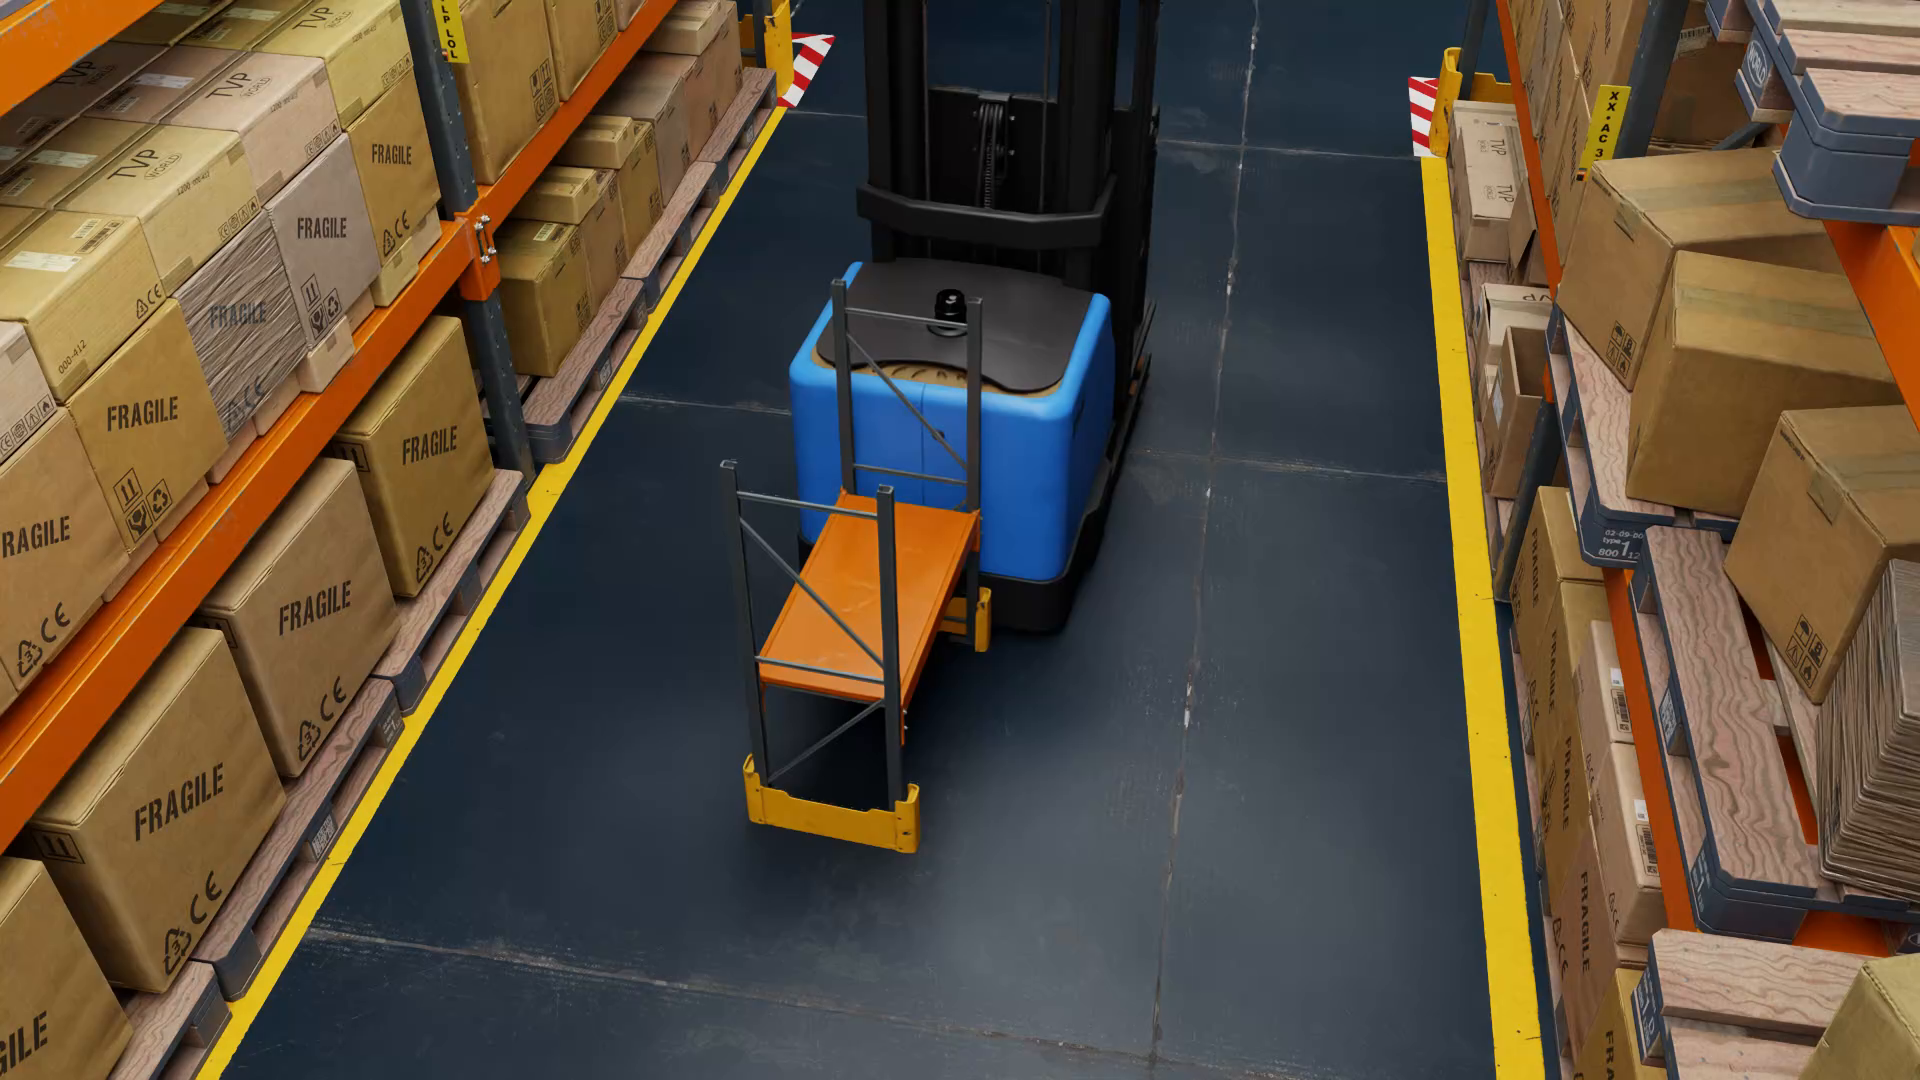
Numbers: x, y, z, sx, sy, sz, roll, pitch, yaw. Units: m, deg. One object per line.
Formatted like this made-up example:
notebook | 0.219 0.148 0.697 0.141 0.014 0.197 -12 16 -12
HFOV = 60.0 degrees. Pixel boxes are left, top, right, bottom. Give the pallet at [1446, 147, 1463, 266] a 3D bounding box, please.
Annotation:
pallet | 3.119 -1.783 8.741 1.003 0.211 1.213 6 40 8

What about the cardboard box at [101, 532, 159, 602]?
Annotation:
cardboard box | -2.455 0.015 4.559 0.380 0.149 0.250 7 40 8

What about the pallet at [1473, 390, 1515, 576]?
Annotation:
pallet | 2.696 -0.251 6.889 1.003 0.211 1.213 6 40 8

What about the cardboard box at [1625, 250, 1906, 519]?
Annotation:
cardboard box | 2.218 -0.384 4.453 0.700 0.500 0.500 12 41 15

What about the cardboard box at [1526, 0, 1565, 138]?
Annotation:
cardboard box | 2.585 -1.922 6.642 0.500 0.500 0.500 7 40 9

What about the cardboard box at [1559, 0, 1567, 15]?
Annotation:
cardboard box | 2.582 -2.303 6.318 0.500 0.500 0.500 7 40 8

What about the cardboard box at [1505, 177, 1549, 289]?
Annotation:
cardboard box | 2.897 -1.282 7.561 0.797 0.503 0.637 6 40 8

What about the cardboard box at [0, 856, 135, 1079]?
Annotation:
cardboard box | -2.739 1.291 4.192 0.750 0.750 0.750 6 40 7

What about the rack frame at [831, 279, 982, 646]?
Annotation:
rack frame | -0.174 -0.226 5.846 0.500 1.500 0.032 9 40 11

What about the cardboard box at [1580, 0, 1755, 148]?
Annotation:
cardboard box | 2.409 -1.665 5.547 0.500 0.500 0.500 7 40 8

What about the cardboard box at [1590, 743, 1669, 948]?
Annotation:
cardboard box | 1.993 0.829 4.422 0.500 0.250 0.500 6 40 7

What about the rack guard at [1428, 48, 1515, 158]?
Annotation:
rack guard | 3.256 -2.395 9.254 1.175 0.500 0.348 6 40 8

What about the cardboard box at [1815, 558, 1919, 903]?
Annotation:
cardboard box | 2.229 0.454 3.439 0.700 0.500 0.500 14 42 16

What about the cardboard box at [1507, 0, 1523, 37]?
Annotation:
cardboard box | 2.758 -2.556 7.409 0.500 0.500 0.500 6 40 8

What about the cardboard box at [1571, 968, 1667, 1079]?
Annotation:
cardboard box | 1.905 1.471 4.233 0.500 0.500 0.500 5 40 6

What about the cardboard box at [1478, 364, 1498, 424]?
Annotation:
cardboard box | 2.401 -0.597 7.010 0.380 0.149 0.250 6 40 8

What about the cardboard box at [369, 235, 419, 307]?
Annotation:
cardboard box | -2.103 -0.946 5.721 0.380 0.149 0.250 7 40 8

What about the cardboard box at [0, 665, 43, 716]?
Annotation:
cardboard box | -2.570 0.329 4.179 0.380 0.149 0.250 7 40 9

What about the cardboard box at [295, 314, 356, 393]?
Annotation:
cardboard box | -2.180 -0.616 5.322 0.380 0.149 0.250 6 40 8

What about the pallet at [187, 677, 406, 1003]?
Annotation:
pallet | -2.571 0.896 5.501 1.003 0.211 1.213 6 40 8

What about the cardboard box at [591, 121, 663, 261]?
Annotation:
cardboard box | -1.891 -1.732 8.123 0.700 0.500 0.500 7 40 9

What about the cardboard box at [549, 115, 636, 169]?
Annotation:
cardboard box | -1.744 -1.868 7.778 0.380 0.149 0.250 5 40 6

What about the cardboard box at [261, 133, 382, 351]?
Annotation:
cardboard box | -2.213 -0.961 5.231 0.500 0.500 0.500 7 40 8

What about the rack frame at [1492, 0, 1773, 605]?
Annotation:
rack frame | 2.576 -0.895 5.479 1.000 3.000 0.127 6 40 8

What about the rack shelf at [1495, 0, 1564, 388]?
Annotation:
rack shelf | 2.923 -1.873 7.226 1.077 0.370 4.000 6 40 8

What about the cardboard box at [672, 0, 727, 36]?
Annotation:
cardboard box | -1.476 -2.847 8.962 0.380 0.149 0.250 6 40 7

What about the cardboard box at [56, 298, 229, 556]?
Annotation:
cardboard box | -2.390 -0.333 4.471 0.500 0.500 0.500 7 40 9

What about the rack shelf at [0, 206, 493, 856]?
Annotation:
rack shelf | -2.649 0.093 4.848 1.077 0.370 4.000 6 40 8

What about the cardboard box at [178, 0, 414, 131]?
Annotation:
cardboard box | -2.132 -1.568 5.376 0.500 0.250 0.500 7 40 9

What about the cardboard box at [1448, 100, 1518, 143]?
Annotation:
cardboard box | 2.858 -2.252 9.011 0.380 0.149 0.250 6 40 8

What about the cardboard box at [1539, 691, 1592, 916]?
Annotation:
cardboard box | 2.078 0.824 5.016 0.500 0.500 0.500 7 40 8

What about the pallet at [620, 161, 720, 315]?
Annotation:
pallet | -1.886 -1.601 8.521 1.003 0.211 1.213 6 40 8

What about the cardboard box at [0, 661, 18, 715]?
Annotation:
cardboard box | -2.559 0.306 3.698 0.500 0.500 0.500 8 40 9

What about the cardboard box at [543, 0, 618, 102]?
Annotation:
cardboard box | -2.061 -2.351 7.004 0.980 0.700 0.700 5 40 7

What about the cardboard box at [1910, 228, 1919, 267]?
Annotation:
cardboard box | 2.105 -0.503 2.572 0.910 0.500 0.500 6 40 8

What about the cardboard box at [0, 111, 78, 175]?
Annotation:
cardboard box | -2.805 -0.985 4.671 0.500 0.250 0.500 5 40 6

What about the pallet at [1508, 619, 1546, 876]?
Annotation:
pallet | 2.473 0.694 5.745 1.003 0.211 1.213 6 40 8

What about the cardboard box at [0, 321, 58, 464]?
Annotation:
cardboard box | -2.488 -0.287 3.827 0.500 0.250 0.500 7 40 8

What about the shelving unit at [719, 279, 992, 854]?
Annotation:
shelving unit | -0.298 0.082 5.473 0.587 1.500 1.083 9 40 11

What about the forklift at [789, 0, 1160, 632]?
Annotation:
forklift | 0.244 -1.734 6.547 1.130 2.935 3.031 9 40 11

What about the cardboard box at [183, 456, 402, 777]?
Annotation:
cardboard box | -2.438 0.208 5.502 0.750 0.750 0.750 8 40 9

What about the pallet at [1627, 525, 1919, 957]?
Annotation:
pallet | 2.216 0.468 3.980 1.003 0.211 1.213 6 40 8

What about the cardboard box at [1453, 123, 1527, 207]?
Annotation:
cardboard box | 2.809 -1.892 8.497 0.500 0.250 0.500 6 40 8

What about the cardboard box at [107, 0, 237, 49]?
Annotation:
cardboard box | -2.639 -1.629 5.450 0.500 0.250 0.500 8 40 9

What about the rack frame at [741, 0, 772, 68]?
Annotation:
rack frame | -1.611 -3.949 9.173 1.000 3.000 0.127 6 40 8

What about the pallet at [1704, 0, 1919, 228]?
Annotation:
pallet | 2.218 -0.926 3.310 1.213 0.211 1.003 6 40 8

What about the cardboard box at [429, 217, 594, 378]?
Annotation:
cardboard box | -2.073 -1.096 7.353 0.700 0.500 0.500 7 40 8

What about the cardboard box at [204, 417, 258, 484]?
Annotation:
cardboard box | -2.346 -0.314 4.957 0.380 0.149 0.250 5 40 6

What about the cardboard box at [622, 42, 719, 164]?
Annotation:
cardboard box | -1.720 -2.384 8.911 0.700 0.500 0.500 6 40 8

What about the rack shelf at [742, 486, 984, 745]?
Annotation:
rack shelf | -0.300 0.227 5.581 0.538 0.185 1.000 9 40 11

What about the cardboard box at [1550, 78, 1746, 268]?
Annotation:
cardboard box | 2.410 -1.276 5.861 0.500 0.500 0.500 7 40 8

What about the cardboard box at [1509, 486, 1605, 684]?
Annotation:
cardboard box | 2.253 0.175 5.800 0.500 0.500 0.500 5 40 6

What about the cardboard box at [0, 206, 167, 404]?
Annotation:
cardboard box | -2.406 -0.608 4.215 0.500 0.250 0.500 6 40 7

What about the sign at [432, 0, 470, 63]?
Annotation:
sign | -1.767 -1.801 5.728 0.100 0.325 0.005 6 40 8

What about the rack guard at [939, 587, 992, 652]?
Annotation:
rack guard | -0.174 0.257 6.243 0.587 0.250 0.087 9 40 11

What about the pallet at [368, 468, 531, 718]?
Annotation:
pallet | -2.362 0.128 6.429 1.003 0.211 1.213 6 40 8
